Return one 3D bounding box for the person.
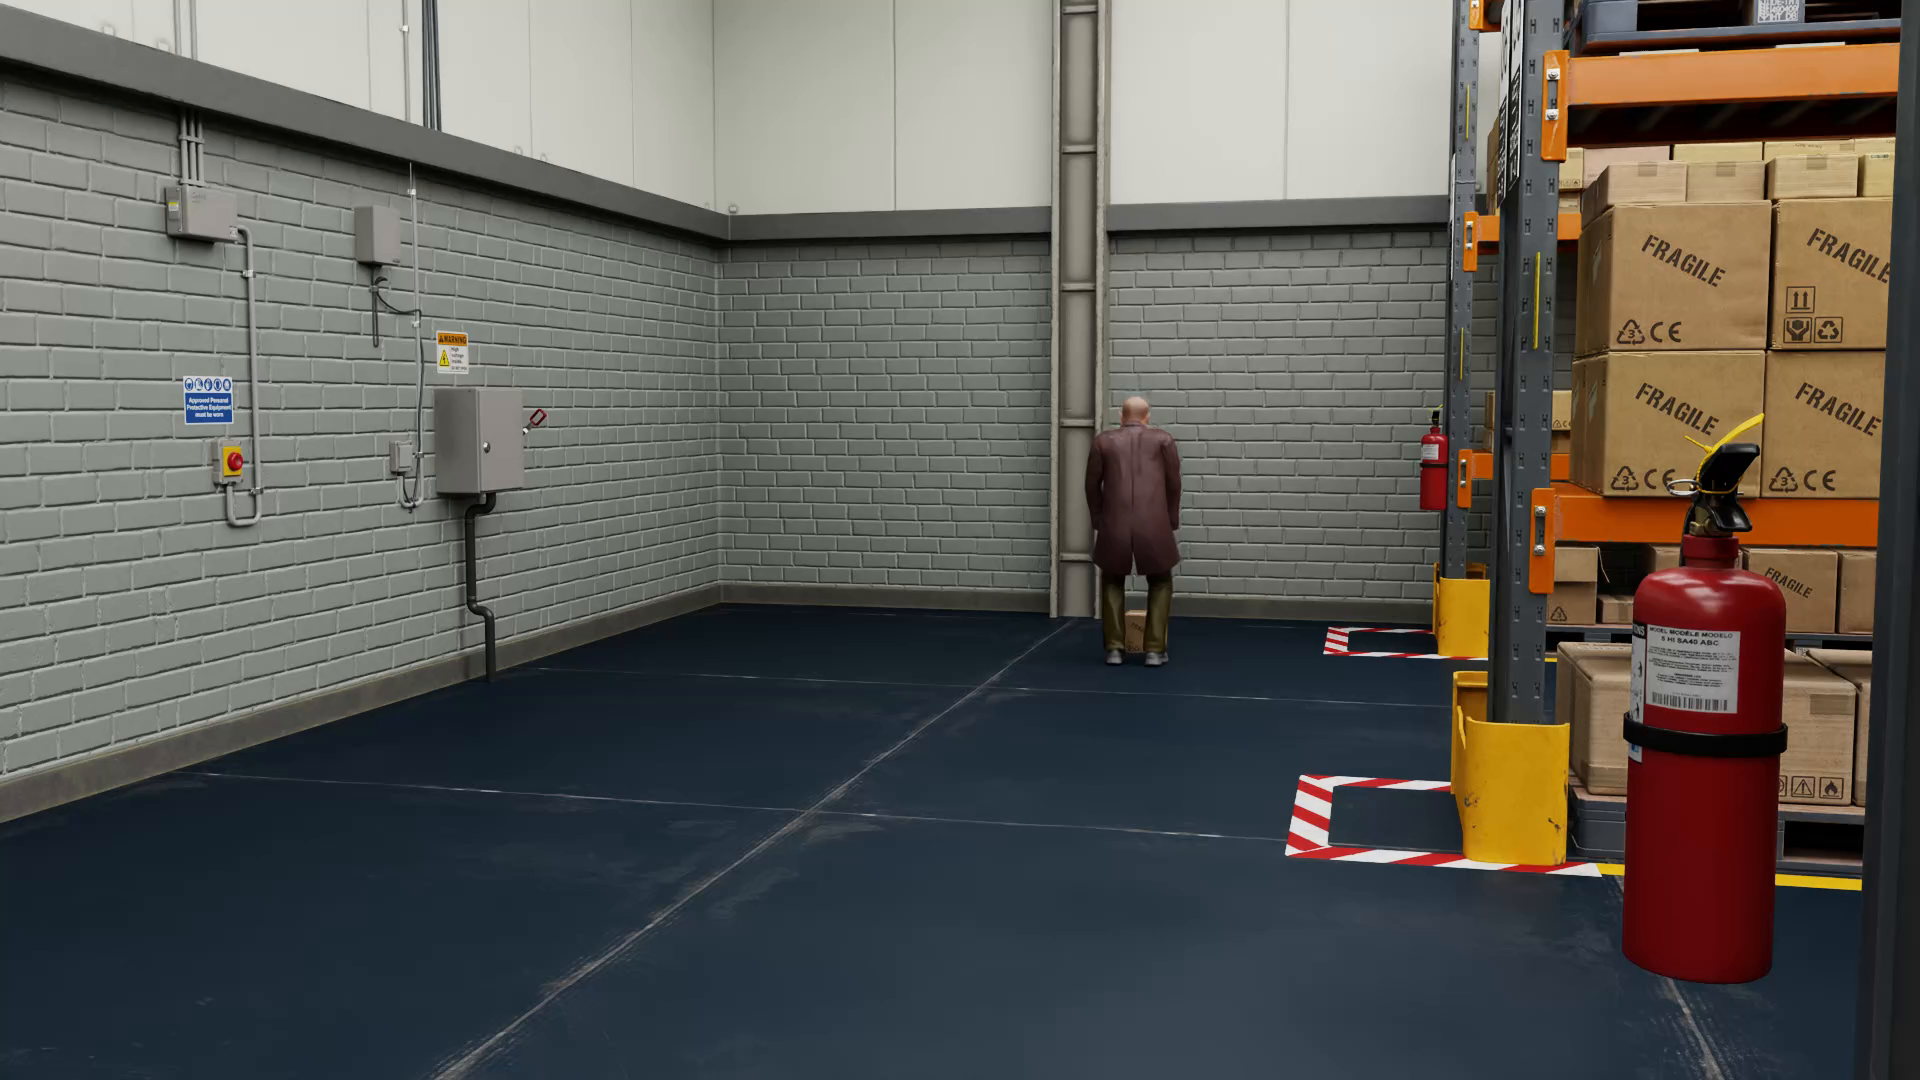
[{"bbox_3d":[1.076,-0.056,10.390,0.607,1.666,0.503,1,5,15],"label":"person"}]
